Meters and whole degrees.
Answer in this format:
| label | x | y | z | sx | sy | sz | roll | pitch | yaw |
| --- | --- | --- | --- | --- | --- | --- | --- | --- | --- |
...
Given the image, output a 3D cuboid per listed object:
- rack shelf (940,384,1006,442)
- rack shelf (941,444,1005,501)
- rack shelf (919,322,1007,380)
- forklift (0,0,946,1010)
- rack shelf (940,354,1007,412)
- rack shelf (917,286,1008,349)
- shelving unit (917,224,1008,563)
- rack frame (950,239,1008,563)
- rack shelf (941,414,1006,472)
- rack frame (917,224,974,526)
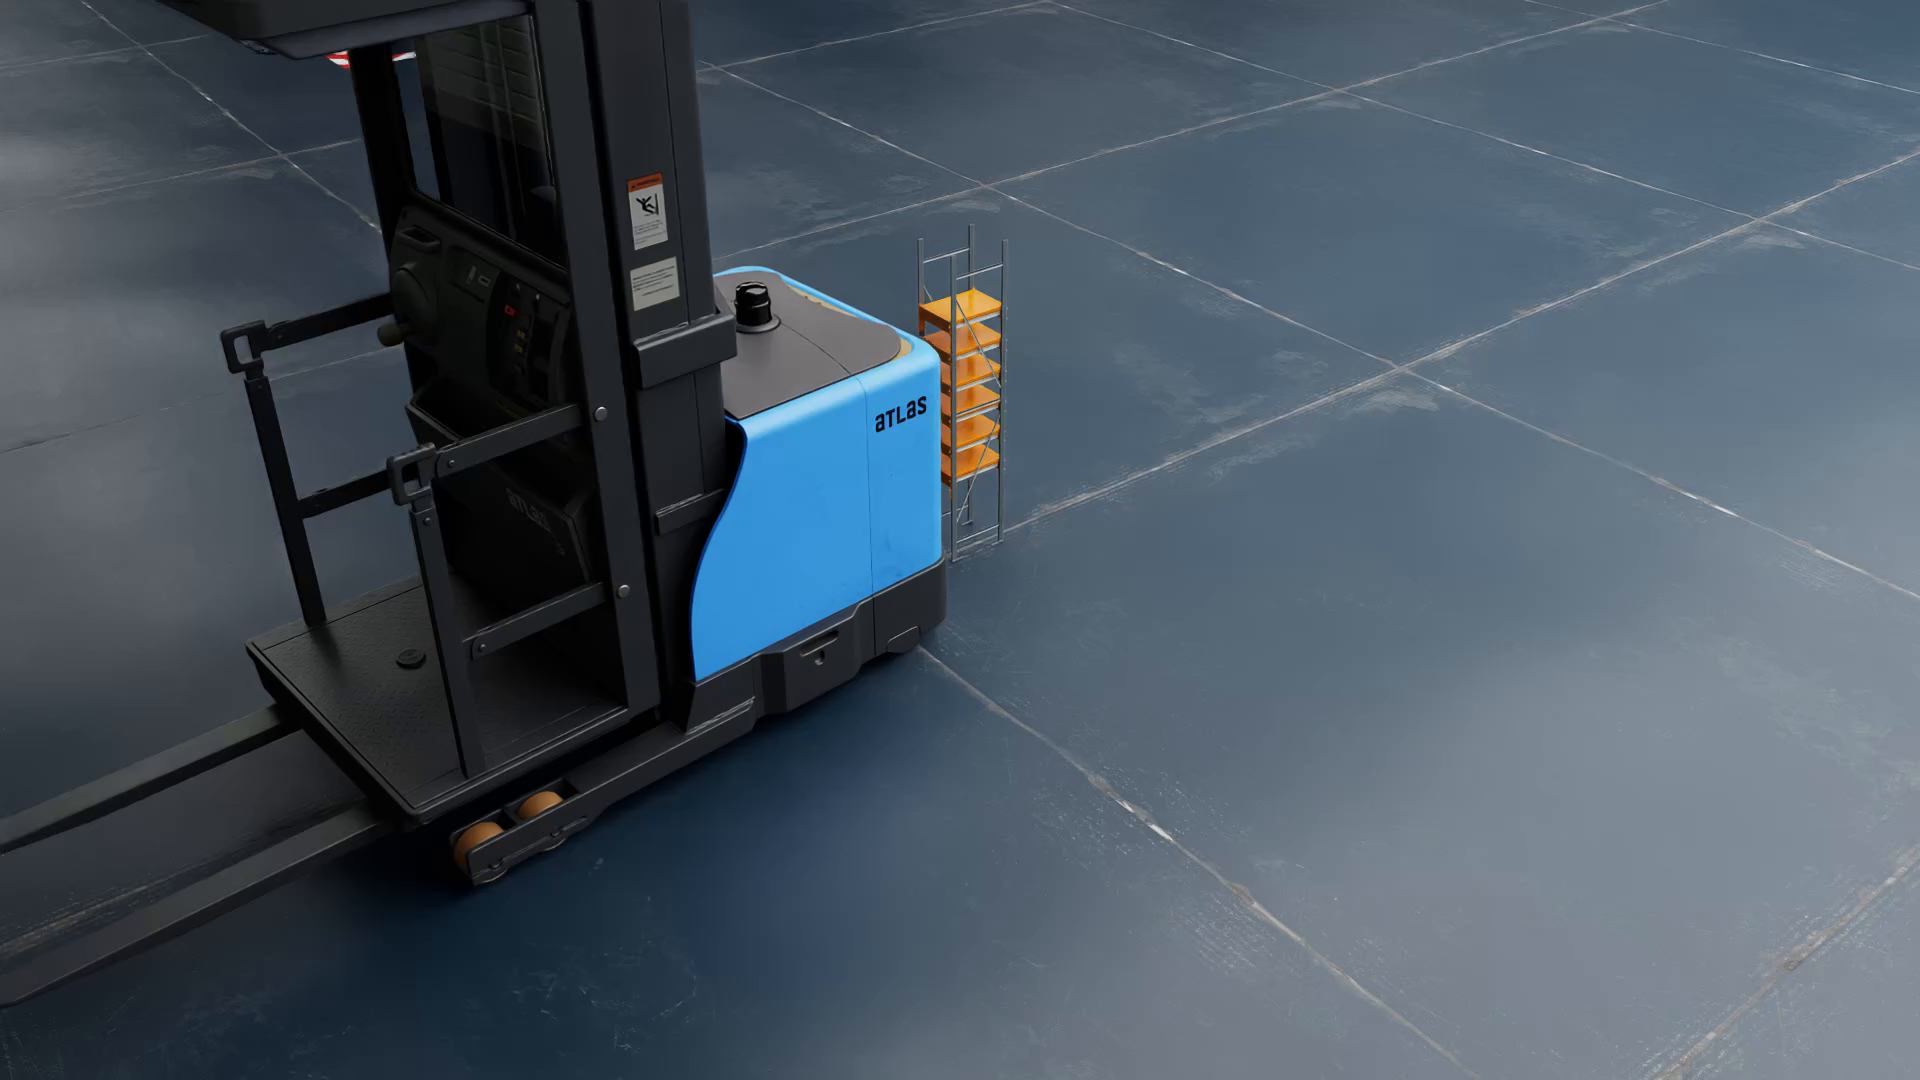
| label | x | y | z | sx | sy | sz | roll | pitch | yaw |
| --- | --- | --- | --- | --- | --- | --- | --- | --- | --- |
| rack shelf | 0.009 | -0.466 | 5.947 | 0.258 | 0.103 | 0.180 | -22 | 38 | -31 |
| rack shelf | 0.009 | -0.262 | 6.074 | 0.258 | 0.103 | 0.180 | -22 | 38 | -31 |
| rack shelf | 0.009 | -0.670 | 5.821 | 0.258 | 0.103 | 0.180 | -22 | 38 | -31 |
| forklift | -1.470 | -0.591 | 4.424 | 3.031 | 2.935 | 1.130 | -26 | 40 | -35 |
| rack shelf | 0.009 | -0.568 | 5.884 | 0.258 | 0.103 | 0.180 | -22 | 38 | -31 |
| rack shelf | 0.009 | -0.772 | 5.757 | 0.258 | 0.103 | 0.180 | -22 | 38 | -31 |
| shelving unit | 0.009 | -0.504 | 5.924 | 0.258 | 1.200 | 0.189 | -22 | 38 | -31 |
| rack frame | 0.065 | -0.466 | 5.862 | 0.240 | 1.200 | 0.006 | -22 | 38 | -31 |
| rack shelf | 0.009 | -0.364 | 6.010 | 0.258 | 0.103 | 0.180 | -22 | 38 | -31 |
| rack frame | -0.047 | -0.542 | 5.985 | 0.240 | 1.200 | 0.006 | -22 | 38 | -31 |
